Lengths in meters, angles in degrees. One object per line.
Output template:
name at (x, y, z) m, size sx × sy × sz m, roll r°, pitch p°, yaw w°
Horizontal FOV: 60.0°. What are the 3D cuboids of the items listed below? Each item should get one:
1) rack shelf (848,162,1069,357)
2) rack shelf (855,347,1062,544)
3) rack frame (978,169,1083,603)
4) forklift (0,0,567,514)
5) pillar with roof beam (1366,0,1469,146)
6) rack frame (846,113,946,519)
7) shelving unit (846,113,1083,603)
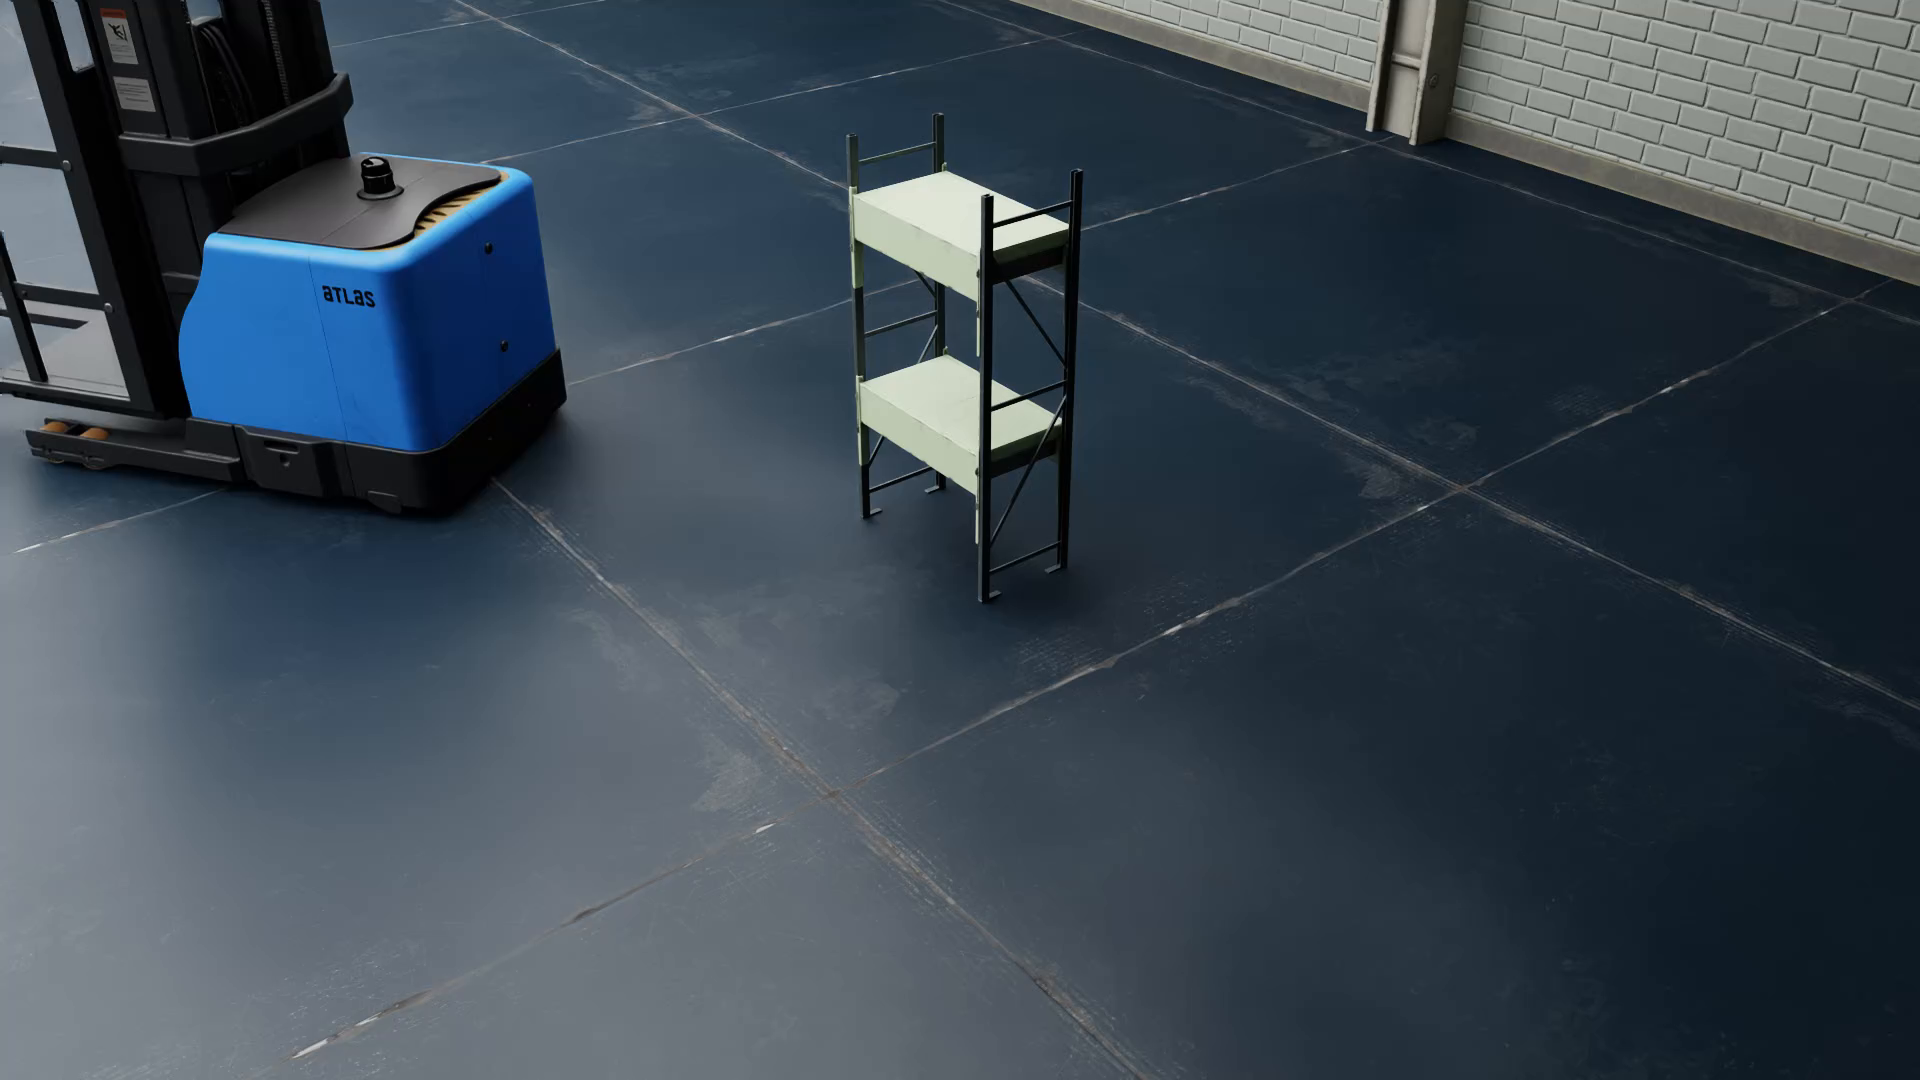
rack shelf at (0.004, -0.966, 5.644) m, size 0.431 × 0.370 × 0.720 m, roll -22°, pitch 38°, yaw -31°
rack shelf at (0.004, -0.357, 6.022) m, size 0.431 × 0.370 × 0.720 m, roll -22°, pitch 38°, yaw -31°
rack frame at (0.229, -0.482, 5.604) m, size 0.400 × 1.500 × 0.023 m, roll -22°, pitch 38°, yaw -31°
forklift at (-3.250, -1.782, 6.341) m, size 3.031 × 2.935 × 1.130 m, roll 9°, pitch 33°, yaw 14°
pillar with roof beam at (-0.631, -4.958, 5.704) m, size 9.100 × 9.000 × 0.400 m, roll -22°, pitch 38°, yaw -31°
rack frame at (-0.220, -0.787, 6.095) m, size 0.400 × 1.500 × 0.023 m, roll -22°, pitch 38°, yaw -31°
shelving unit at (0.004, -0.634, 5.850) m, size 0.431 × 1.500 × 0.755 m, roll -22°, pitch 38°, yaw -31°
